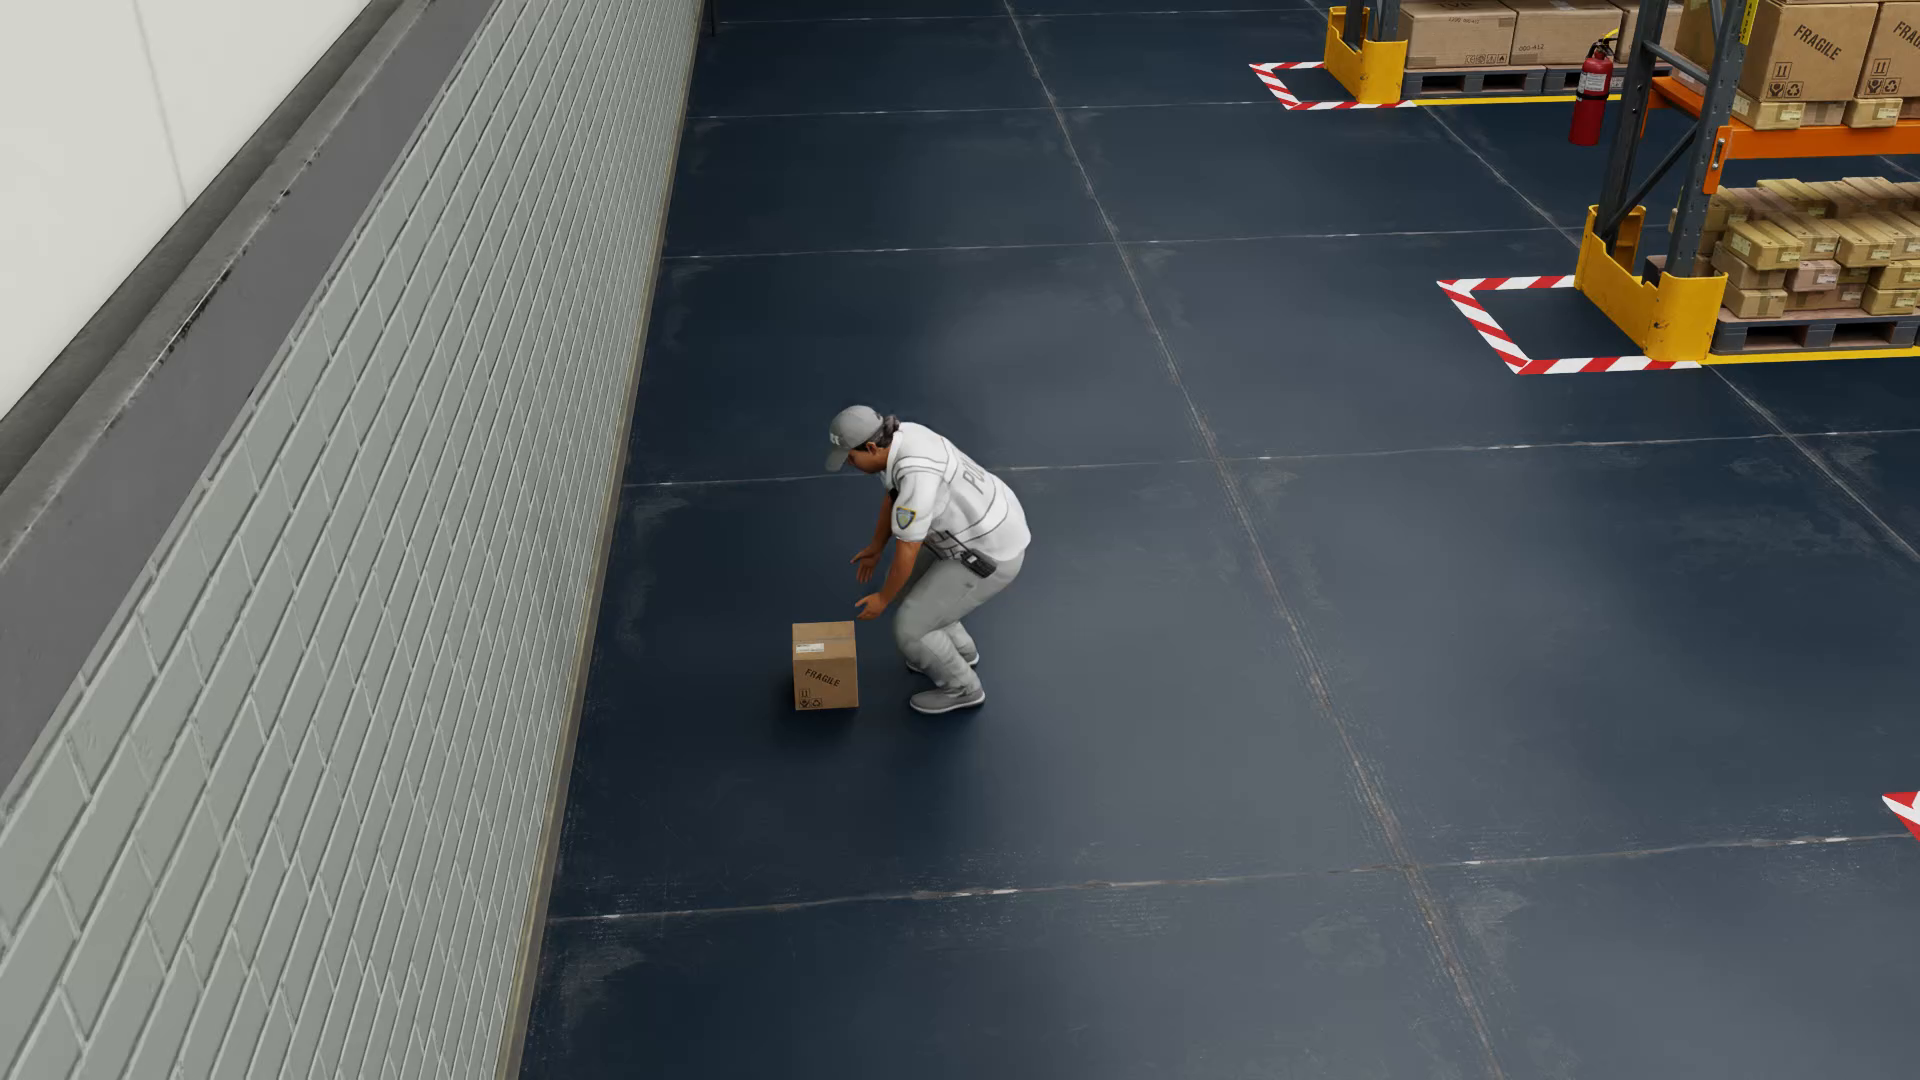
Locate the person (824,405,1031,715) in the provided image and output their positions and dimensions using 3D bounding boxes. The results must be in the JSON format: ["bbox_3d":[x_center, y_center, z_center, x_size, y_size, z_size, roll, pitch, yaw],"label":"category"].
[{"bbox_3d":[-0.118,0.058,6.402,0.774,1.294,0.536,-3,31,-4],"label":"person"}]
